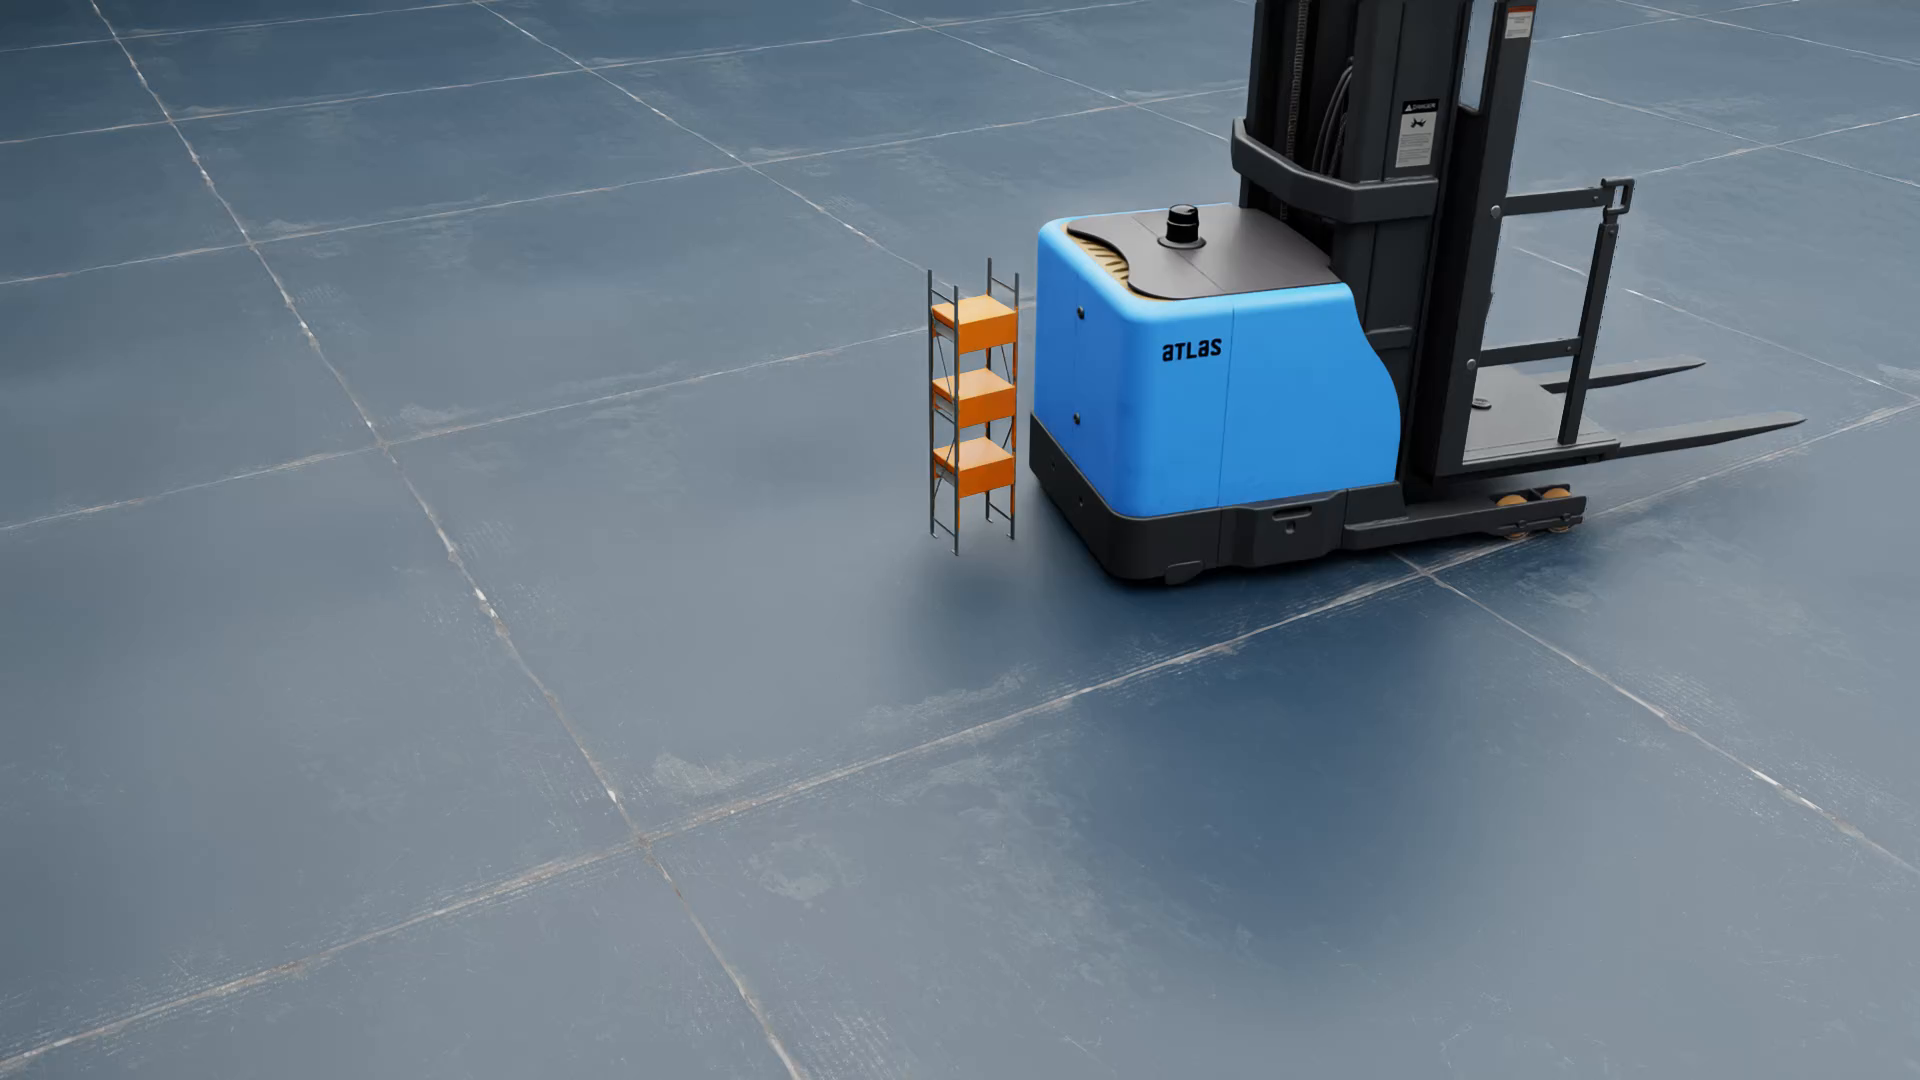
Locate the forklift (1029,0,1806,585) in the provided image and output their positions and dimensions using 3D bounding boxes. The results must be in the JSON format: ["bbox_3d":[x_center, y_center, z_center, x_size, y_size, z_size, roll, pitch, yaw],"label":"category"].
[{"bbox_3d":[1.851,-1.519,5.969,3.031,2.935,1.130,-8,30,-14],"label":"forklift"}]

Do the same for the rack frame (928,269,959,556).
[{"bbox_3d":[-0.059,-0.443,5.966,0.008,1.050,0.200,-16,33,-26],"label":"rack frame"}]

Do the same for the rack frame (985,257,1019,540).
[{"bbox_3d":[0.151,-0.503,6.074,0.008,1.050,0.200,-16,33,-26],"label":"rack frame"}]

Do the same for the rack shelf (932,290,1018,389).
[{"bbox_3d":[0.046,-0.712,5.888,0.240,0.259,0.215,-16,33,-26],"label":"rack shelf"}]

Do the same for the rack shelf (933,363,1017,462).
[{"bbox_3d":[0.046,-0.463,6.025,0.240,0.259,0.215,-16,33,-26],"label":"rack shelf"}]

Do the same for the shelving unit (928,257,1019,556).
[{"bbox_3d":[0.046,-0.473,6.020,0.252,1.050,0.215,-16,33,-26],"label":"shelving unit"}]

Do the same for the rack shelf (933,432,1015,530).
[{"bbox_3d":[0.046,-0.220,6.159,0.240,0.259,0.215,-16,33,-26],"label":"rack shelf"}]
